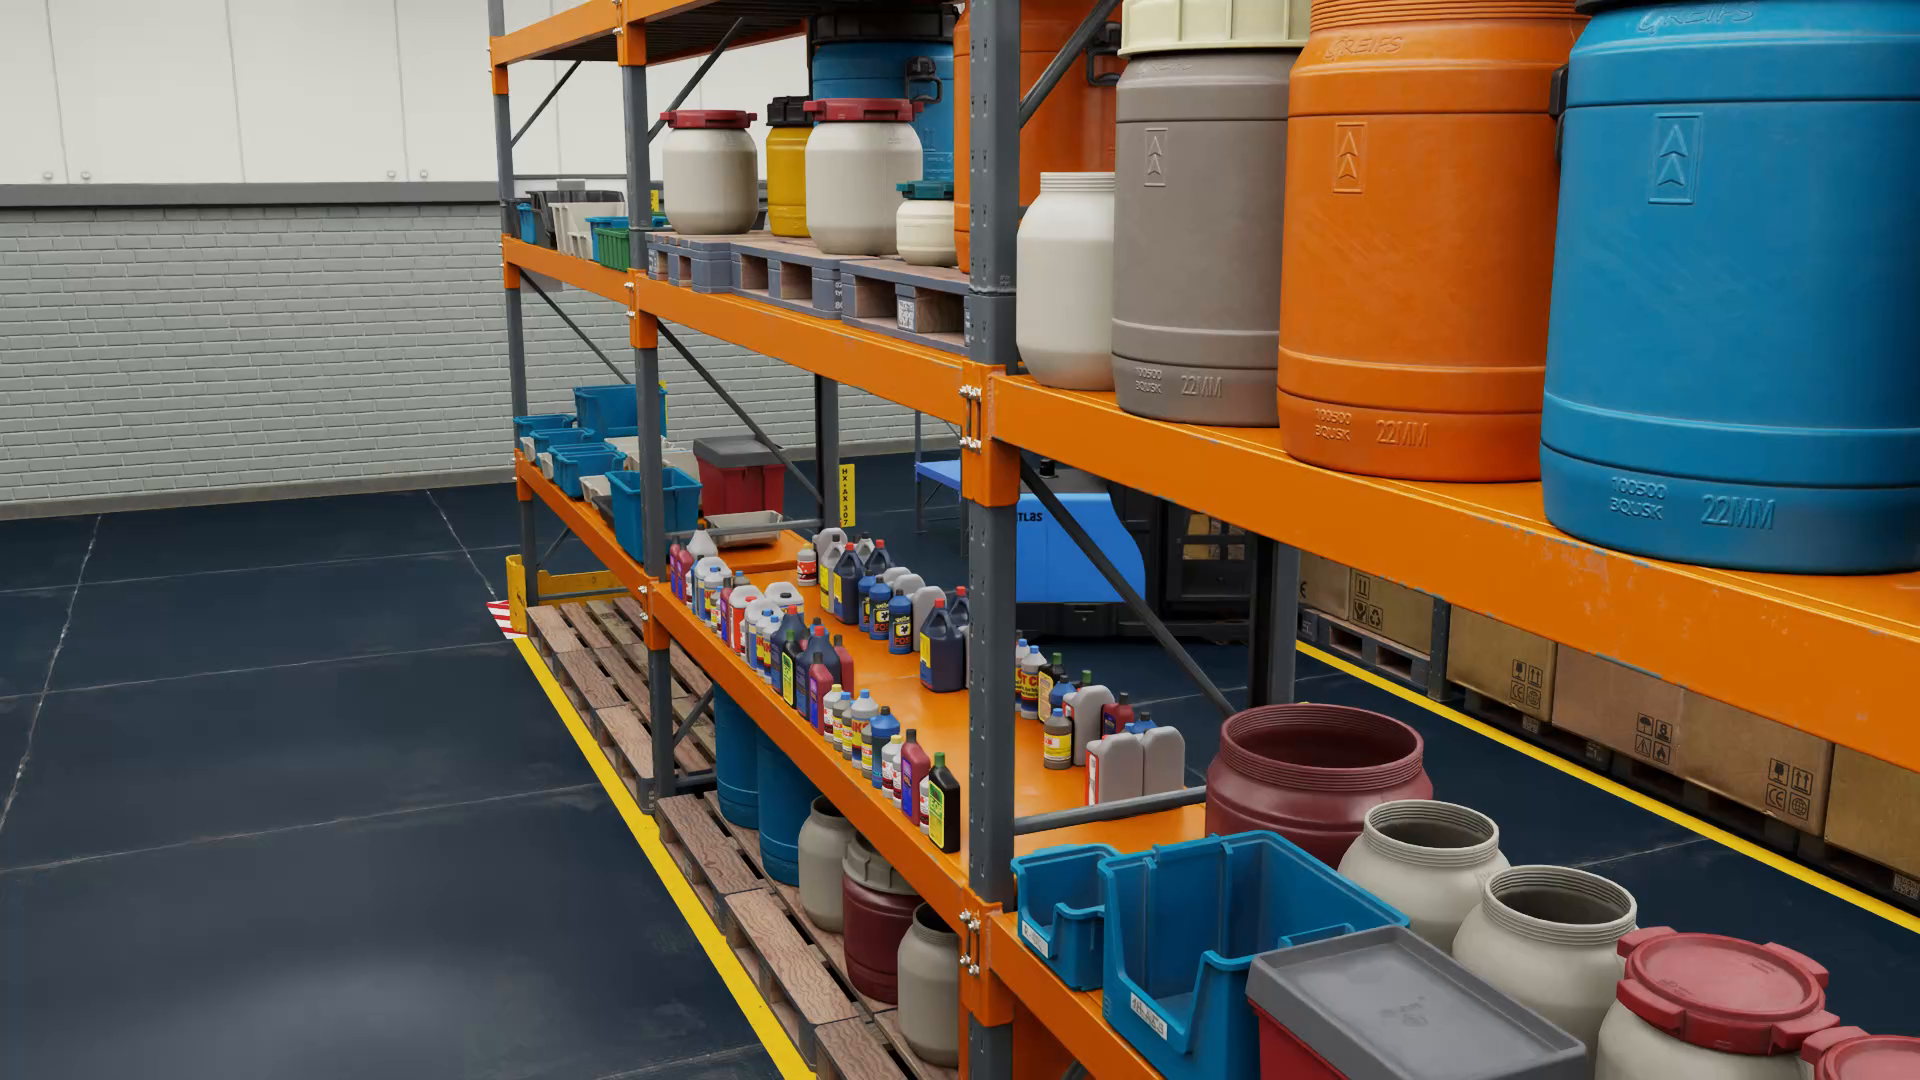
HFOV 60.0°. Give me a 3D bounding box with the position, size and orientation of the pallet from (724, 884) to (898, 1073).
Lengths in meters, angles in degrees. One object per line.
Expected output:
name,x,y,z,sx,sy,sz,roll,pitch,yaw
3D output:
pallet,-0.333,1.730,6.927,1.003,0.211,1.213,-6,14,-23

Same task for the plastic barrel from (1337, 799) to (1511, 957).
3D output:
plastic barrel,1.114,0.921,3.990,0.421,0.512,0.421,0,13,0

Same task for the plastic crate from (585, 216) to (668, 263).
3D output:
plastic crate,-1.754,-1.583,8.777,0.416,0.233,0.300,-6,14,-23

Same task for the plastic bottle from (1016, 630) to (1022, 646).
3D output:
plastic bottle,0.208,0.478,6.413,0.061,0.283,0.133,-6,14,-23

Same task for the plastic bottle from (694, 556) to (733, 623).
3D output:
plastic bottle,-1.114,0.222,7.534,0.152,0.276,0.135,-6,14,-23

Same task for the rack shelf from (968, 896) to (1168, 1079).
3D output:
rack shelf,1.307,1.546,3.134,1.077,0.370,4.000,-6,14,-23

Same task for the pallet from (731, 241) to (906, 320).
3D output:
pallet,-0.236,-1.026,6.419,1.003,0.211,1.213,-6,14,-23

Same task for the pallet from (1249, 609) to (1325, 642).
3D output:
pallet,2.716,0.450,12.456,1.003,0.211,1.213,-6,14,-23

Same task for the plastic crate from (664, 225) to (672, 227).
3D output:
plastic crate,-1.644,-1.799,9.923,0.437,0.136,0.530,-6,14,-23

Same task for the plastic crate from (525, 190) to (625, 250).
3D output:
plastic crate,-2.339,-1.961,10.177,0.504,0.338,0.767,-6,14,-23

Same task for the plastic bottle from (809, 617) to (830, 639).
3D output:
plastic bottle,-0.565,0.441,6.596,0.097,0.271,0.097,0,13,0

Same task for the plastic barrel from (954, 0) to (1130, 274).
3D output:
plastic barrel,0.281,-1.211,4.912,0.600,0.830,0.708,-6,14,-23

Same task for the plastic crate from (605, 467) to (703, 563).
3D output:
plastic crate,-1.596,-0.131,8.687,0.392,0.384,0.575,-6,14,-23

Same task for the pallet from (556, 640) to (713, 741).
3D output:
pallet,-1.919,0.913,10.455,1.003,0.211,1.213,-6,14,-23

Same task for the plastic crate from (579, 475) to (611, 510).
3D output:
plastic crate,-2.070,-0.278,9.869,0.293,0.136,0.466,-6,14,-23

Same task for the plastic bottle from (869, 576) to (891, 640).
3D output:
plastic bottle,-0.347,0.293,7.236,0.097,0.271,0.097,0,13,0

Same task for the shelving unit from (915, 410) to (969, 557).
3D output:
shelving unit,0.034,-0.713,14.625,0.538,1.500,1.048,-6,14,-23

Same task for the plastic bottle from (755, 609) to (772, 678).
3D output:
plastic bottle,-0.775,0.414,6.714,0.097,0.271,0.097,0,13,0

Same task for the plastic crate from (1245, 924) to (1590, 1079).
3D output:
plastic crate,0.873,1.112,3.269,0.402,0.464,0.583,-6,14,-23

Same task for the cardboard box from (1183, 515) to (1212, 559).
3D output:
cardboard box,2.169,-0.362,13.564,0.875,0.875,0.875,-6,14,-23

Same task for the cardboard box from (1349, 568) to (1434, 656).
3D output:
cardboard box,3.251,0.195,11.154,0.875,0.875,0.875,-6,14,-23

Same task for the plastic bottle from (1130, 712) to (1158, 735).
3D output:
plastic bottle,0.607,0.700,5.479,0.097,0.271,0.097,0,13,0

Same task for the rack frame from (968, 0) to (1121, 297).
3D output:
rack frame,0.506,-2.141,4.162,1.000,3.000,0.127,-6,14,-23

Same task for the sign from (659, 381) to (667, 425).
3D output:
sign,-2.201,-1.003,12.190,0.100,0.325,0.005,-6,14,-23

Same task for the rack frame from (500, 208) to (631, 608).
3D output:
rack frame,-2.699,-0.871,11.979,1.000,3.000,0.127,-6,14,-23

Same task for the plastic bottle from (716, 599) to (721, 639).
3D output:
plastic bottle,-1.014,0.325,7.255,0.097,0.201,0.097,0,13,0

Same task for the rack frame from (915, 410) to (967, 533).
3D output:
rack frame,-0.169,-0.818,15.078,0.500,1.500,0.032,-6,14,-23

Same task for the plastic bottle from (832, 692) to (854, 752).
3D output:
plastic bottle,-0.403,0.640,5.893,0.097,0.201,0.097,0,13,0

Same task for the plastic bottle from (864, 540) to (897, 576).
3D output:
plastic bottle,-0.355,0.178,7.556,0.144,0.351,0.185,-6,14,-23

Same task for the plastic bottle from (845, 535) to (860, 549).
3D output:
plastic bottle,-0.508,0.108,8.007,0.061,0.283,0.133,-6,14,-23

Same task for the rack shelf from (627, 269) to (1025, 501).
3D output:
rack shelf,-0.295,-0.742,6.366,1.077,0.370,4.000,-6,14,-23

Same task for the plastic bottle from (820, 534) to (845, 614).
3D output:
plastic bottle,-0.561,0.153,7.665,0.144,0.351,0.185,-6,14,-23

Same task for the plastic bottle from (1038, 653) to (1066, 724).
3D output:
plastic bottle,0.339,0.545,6.120,0.061,0.283,0.133,-6,14,-23

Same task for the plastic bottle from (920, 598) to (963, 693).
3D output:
plastic bottle,-0.073,0.409,6.559,0.144,0.351,0.185,-6,14,-23

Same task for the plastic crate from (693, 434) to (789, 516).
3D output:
plastic crate,-1.224,-0.312,9.290,0.402,0.464,0.583,-6,14,-23

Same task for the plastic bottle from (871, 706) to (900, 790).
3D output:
plastic bottle,-0.247,0.686,5.537,0.097,0.271,0.097,0,13,0

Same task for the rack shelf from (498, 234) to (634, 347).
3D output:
rack shelf,-1.898,-1.568,9.937,1.077,0.370,4.000,-6,14,-23

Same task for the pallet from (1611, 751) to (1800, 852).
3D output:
pallet,4.312,1.272,8.906,1.003,0.211,1.213,-6,14,-23

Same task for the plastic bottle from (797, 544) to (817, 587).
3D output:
plastic bottle,-0.749,0.120,8.140,0.097,0.201,0.097,0,13,0

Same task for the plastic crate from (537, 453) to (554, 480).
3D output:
plastic crate,-2.577,-0.477,10.729,0.250,0.136,0.298,-6,14,-23

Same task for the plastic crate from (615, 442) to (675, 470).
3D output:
plastic crate,-2.103,-0.558,11.081,0.396,0.136,0.243,-6,14,-23

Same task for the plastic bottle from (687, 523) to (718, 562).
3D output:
plastic bottle,-1.236,0.090,7.937,0.144,0.351,0.185,-6,14,-23

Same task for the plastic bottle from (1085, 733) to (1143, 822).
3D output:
plastic bottle,0.489,0.738,5.305,0.152,0.276,0.135,-6,14,-23

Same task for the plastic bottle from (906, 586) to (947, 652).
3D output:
plastic bottle,-0.147,0.324,7.094,0.152,0.276,0.135,-6,14,-23

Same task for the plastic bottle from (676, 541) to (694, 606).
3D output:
plastic bottle,-1.287,0.154,7.809,0.061,0.283,0.133,-6,14,-23

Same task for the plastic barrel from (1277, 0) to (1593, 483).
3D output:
plastic barrel,0.898,-0.564,3.050,0.600,0.830,0.708,-6,14,-23

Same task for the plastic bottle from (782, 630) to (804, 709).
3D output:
plastic bottle,-0.633,0.492,6.350,0.061,0.283,0.133,-6,14,-23

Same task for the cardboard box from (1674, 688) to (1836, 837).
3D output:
cardboard box,4.437,0.836,8.386,1.225,0.875,0.875,-6,14,-23

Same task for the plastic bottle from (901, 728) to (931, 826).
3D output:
plastic bottle,-0.140,0.746,5.252,0.061,0.283,0.133,-6,14,-23

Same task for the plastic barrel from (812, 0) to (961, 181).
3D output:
plastic barrel,-0.273,-1.616,6.503,0.600,0.901,0.708,-6,14,-23

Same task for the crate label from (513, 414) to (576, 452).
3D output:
crate label,-2.902,-0.738,11.643,0.416,0.233,0.303,-6,14,-23

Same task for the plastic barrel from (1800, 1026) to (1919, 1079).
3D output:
plastic barrel,1.632,1.173,2.847,0.433,0.535,0.433,0,13,0

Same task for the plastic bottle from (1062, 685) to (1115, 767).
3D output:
plastic bottle,0.443,0.628,5.777,0.152,0.276,0.135,-6,14,-23

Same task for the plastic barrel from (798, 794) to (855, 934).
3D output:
plastic barrel,-0.466,1.348,6.979,0.421,0.512,0.421,0,13,0

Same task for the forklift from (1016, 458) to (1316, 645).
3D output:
forklift,1.740,-0.810,11.869,3.031,2.935,1.130,0,13,-1

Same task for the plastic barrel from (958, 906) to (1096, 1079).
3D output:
plastic barrel,0.294,1.535,5.465,0.600,0.830,0.708,-6,14,-23
